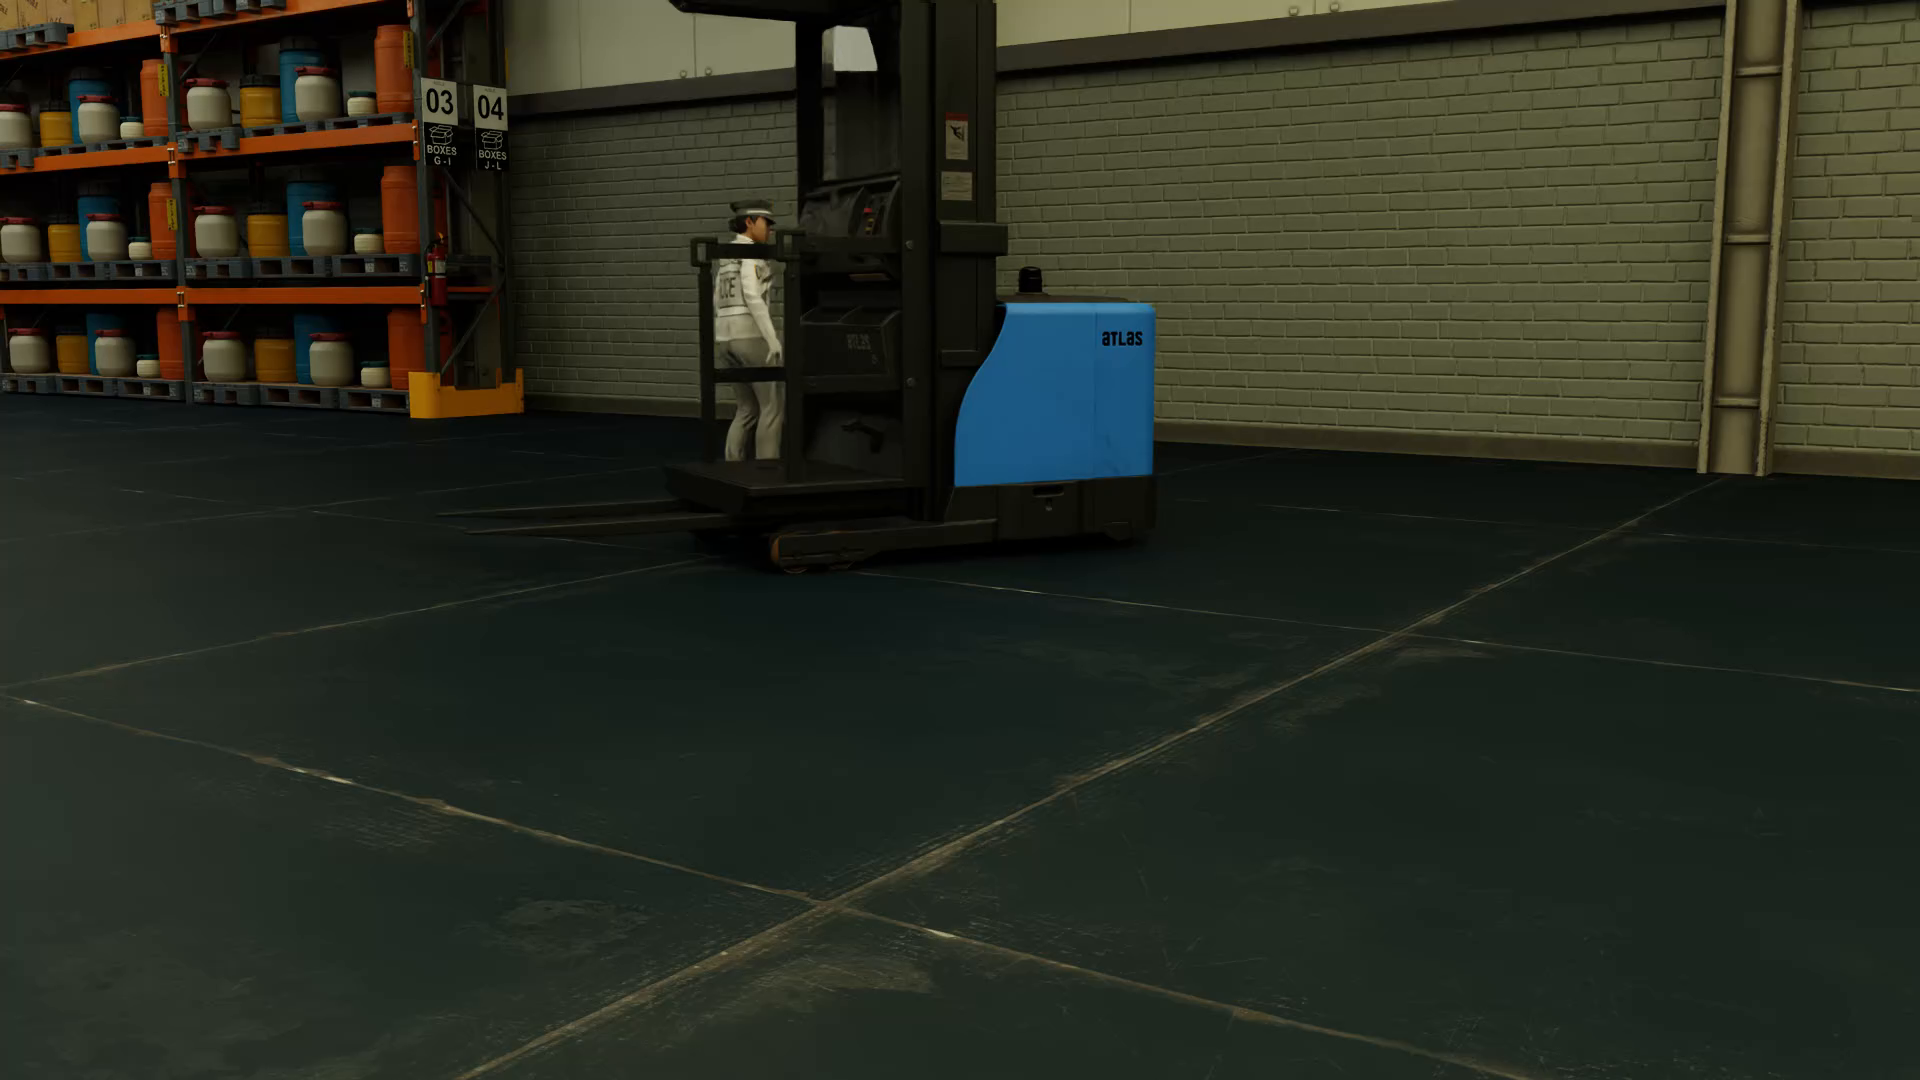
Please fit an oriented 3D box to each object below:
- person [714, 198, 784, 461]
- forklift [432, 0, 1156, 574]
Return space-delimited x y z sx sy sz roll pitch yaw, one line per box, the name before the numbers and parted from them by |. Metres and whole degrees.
person | -1.161 -1.100 9.463 0.435 1.658 0.641 -5 10 -32
forklift | -0.662 -1.399 7.029 3.031 2.935 1.130 -4 9 -28
